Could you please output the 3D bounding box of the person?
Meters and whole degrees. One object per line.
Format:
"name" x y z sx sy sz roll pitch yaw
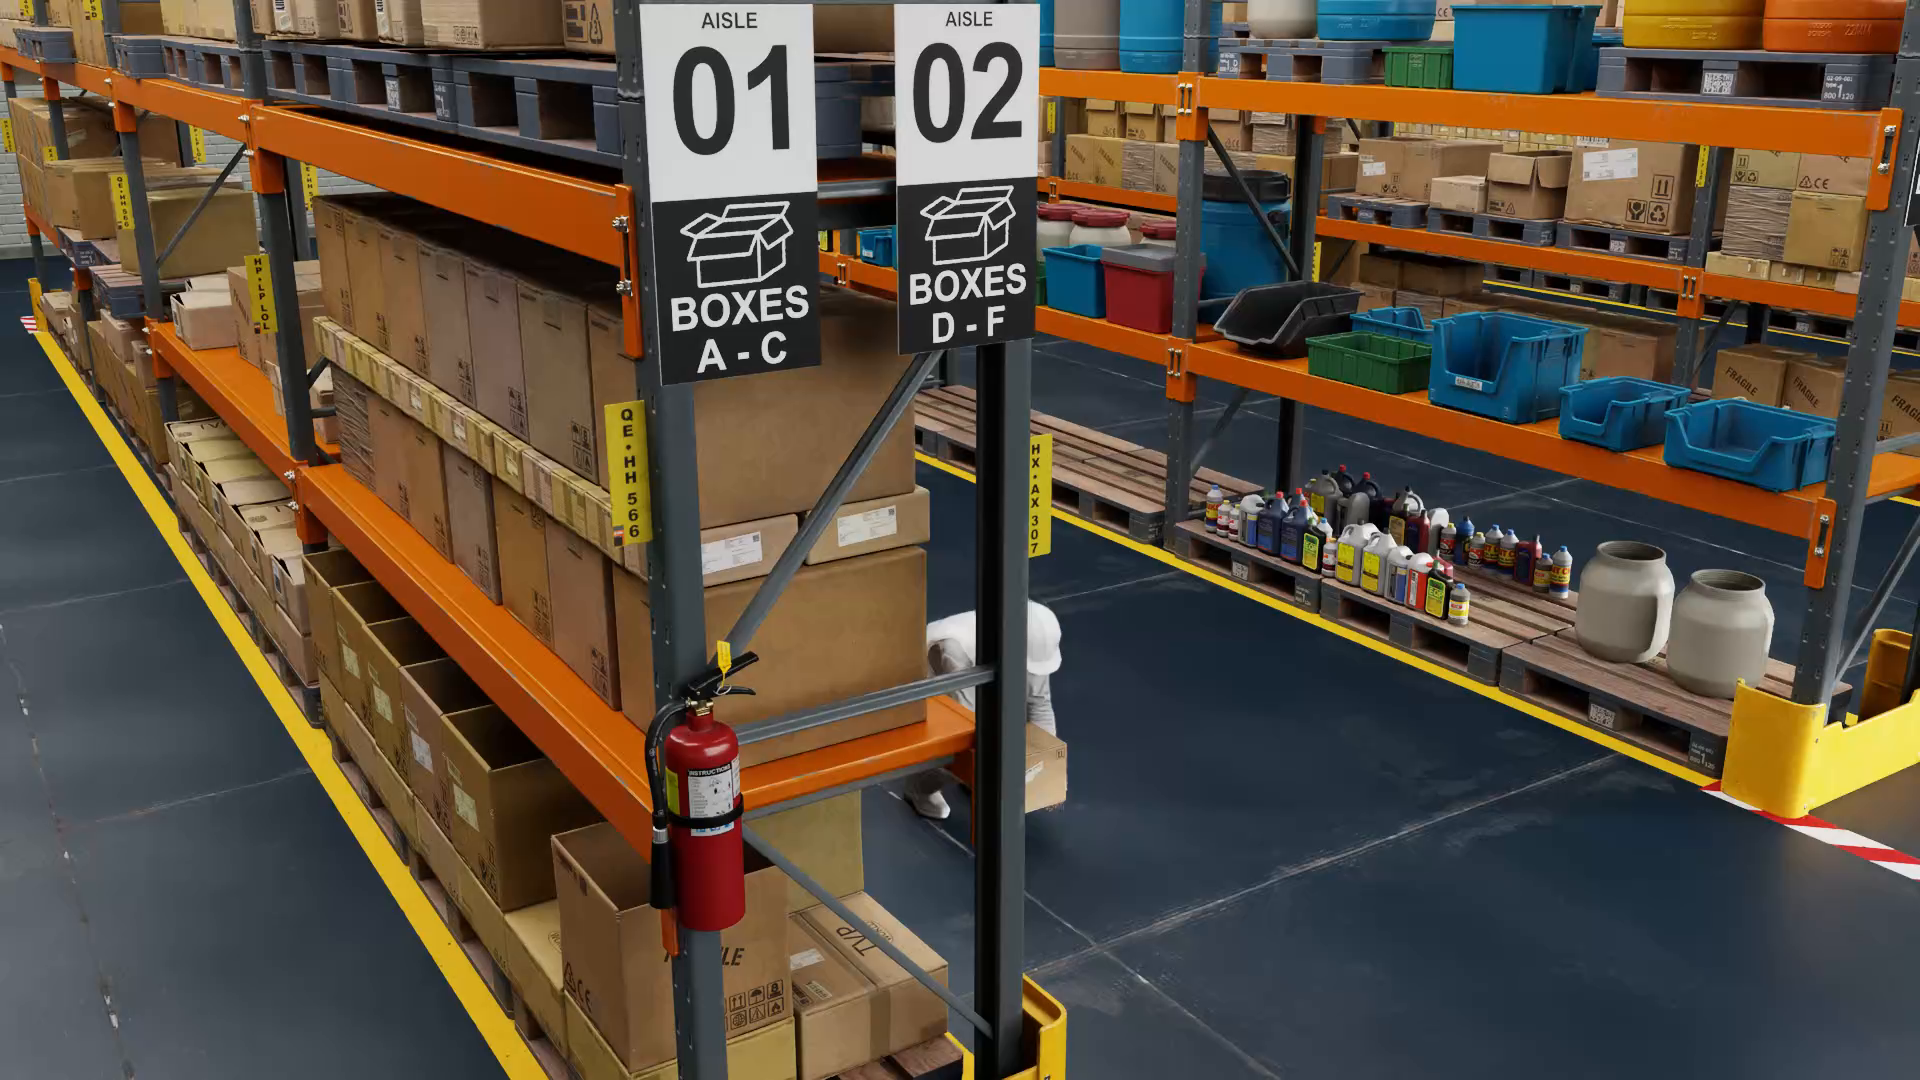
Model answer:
"person" 0.062 0.649 6.766 0.491 1.011 0.880 -12 21 -33
